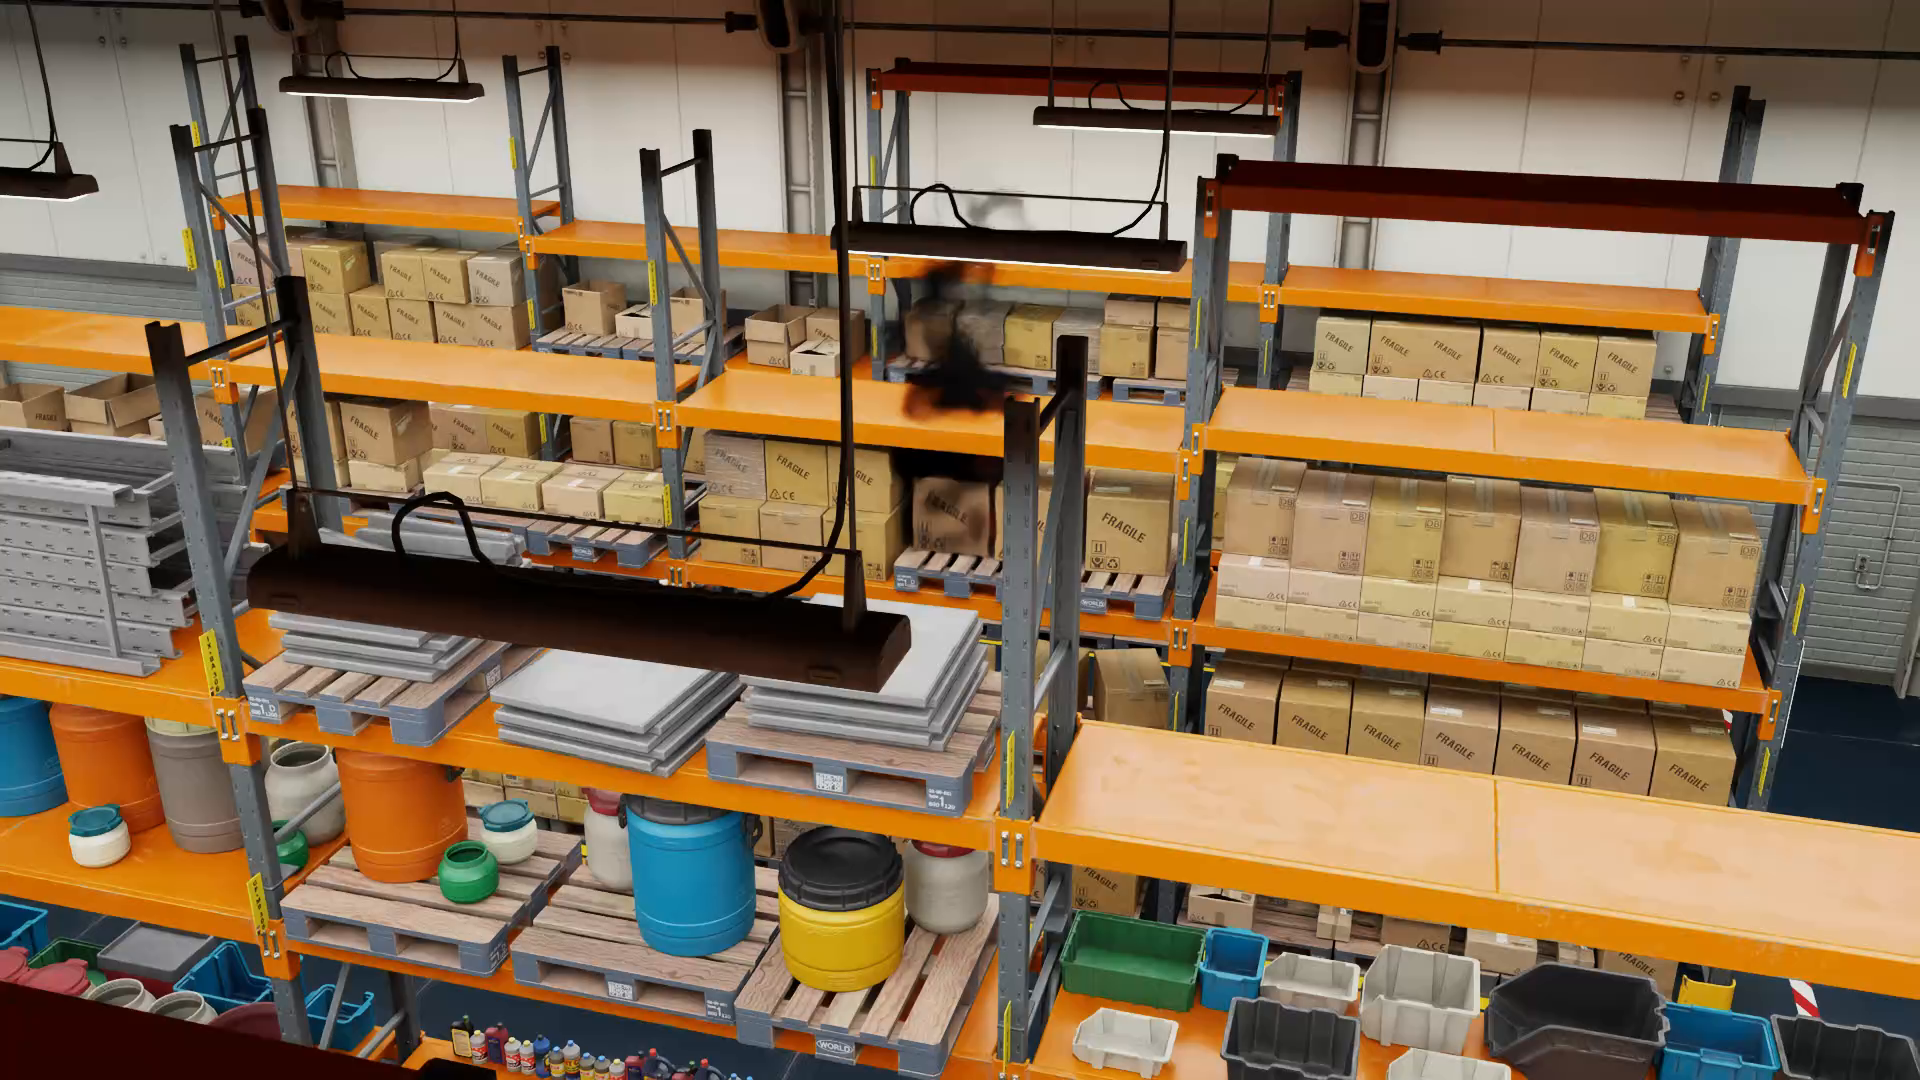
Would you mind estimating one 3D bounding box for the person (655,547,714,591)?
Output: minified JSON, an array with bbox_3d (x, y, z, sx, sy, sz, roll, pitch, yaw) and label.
[{"bbox_3d":[-2.758,0.863,16.448,0.800,1.863,0.626,6,23,14],"label":"person"}]
